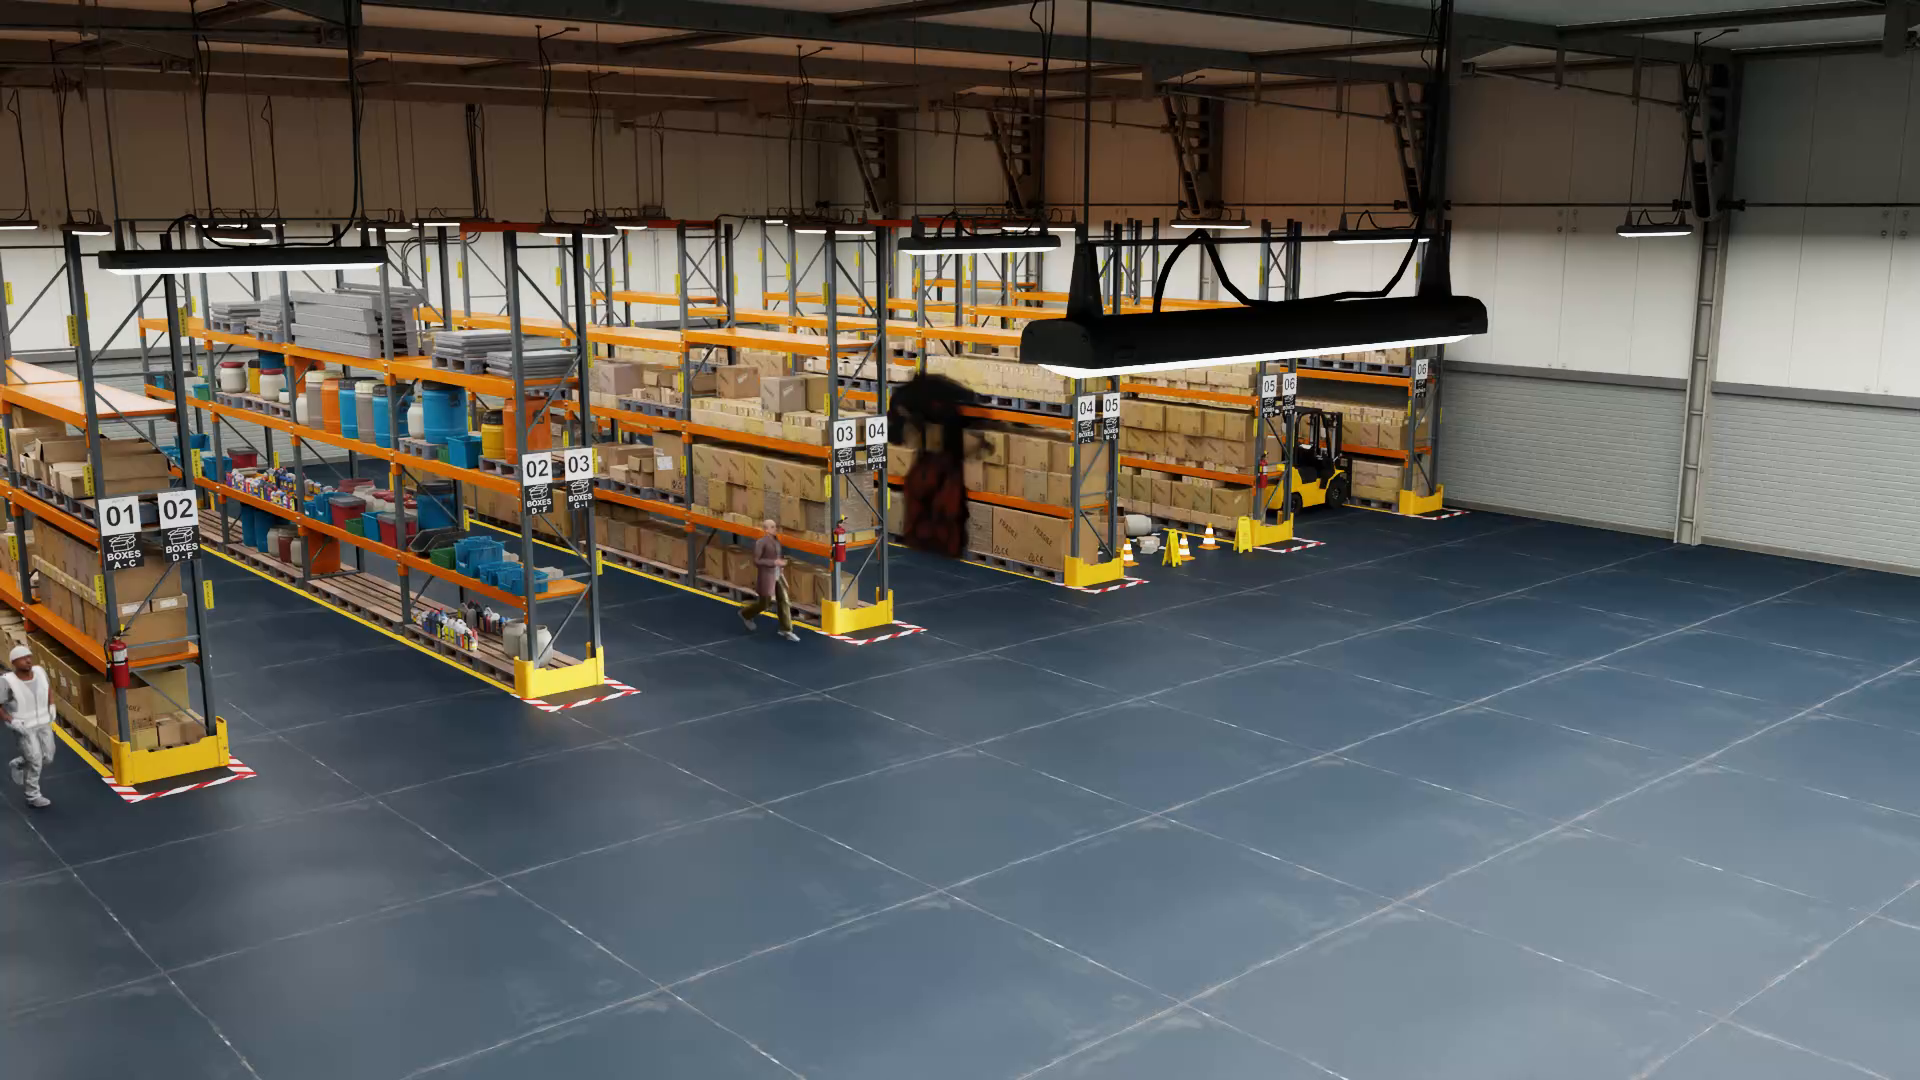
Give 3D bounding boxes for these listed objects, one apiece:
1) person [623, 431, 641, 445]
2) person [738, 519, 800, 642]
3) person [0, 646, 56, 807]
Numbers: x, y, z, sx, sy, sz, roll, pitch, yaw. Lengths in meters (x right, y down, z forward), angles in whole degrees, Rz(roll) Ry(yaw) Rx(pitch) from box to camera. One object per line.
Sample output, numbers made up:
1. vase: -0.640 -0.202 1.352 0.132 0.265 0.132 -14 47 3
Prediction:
1. person: -8.269 -2.958 42.119 0.658 1.735 0.680 6 13 28
2. person: -2.836 0.579 24.530 1.046 1.814 0.710 7 13 31
3. person: -9.976 1.963 17.757 0.684 1.752 0.694 6 13 26
